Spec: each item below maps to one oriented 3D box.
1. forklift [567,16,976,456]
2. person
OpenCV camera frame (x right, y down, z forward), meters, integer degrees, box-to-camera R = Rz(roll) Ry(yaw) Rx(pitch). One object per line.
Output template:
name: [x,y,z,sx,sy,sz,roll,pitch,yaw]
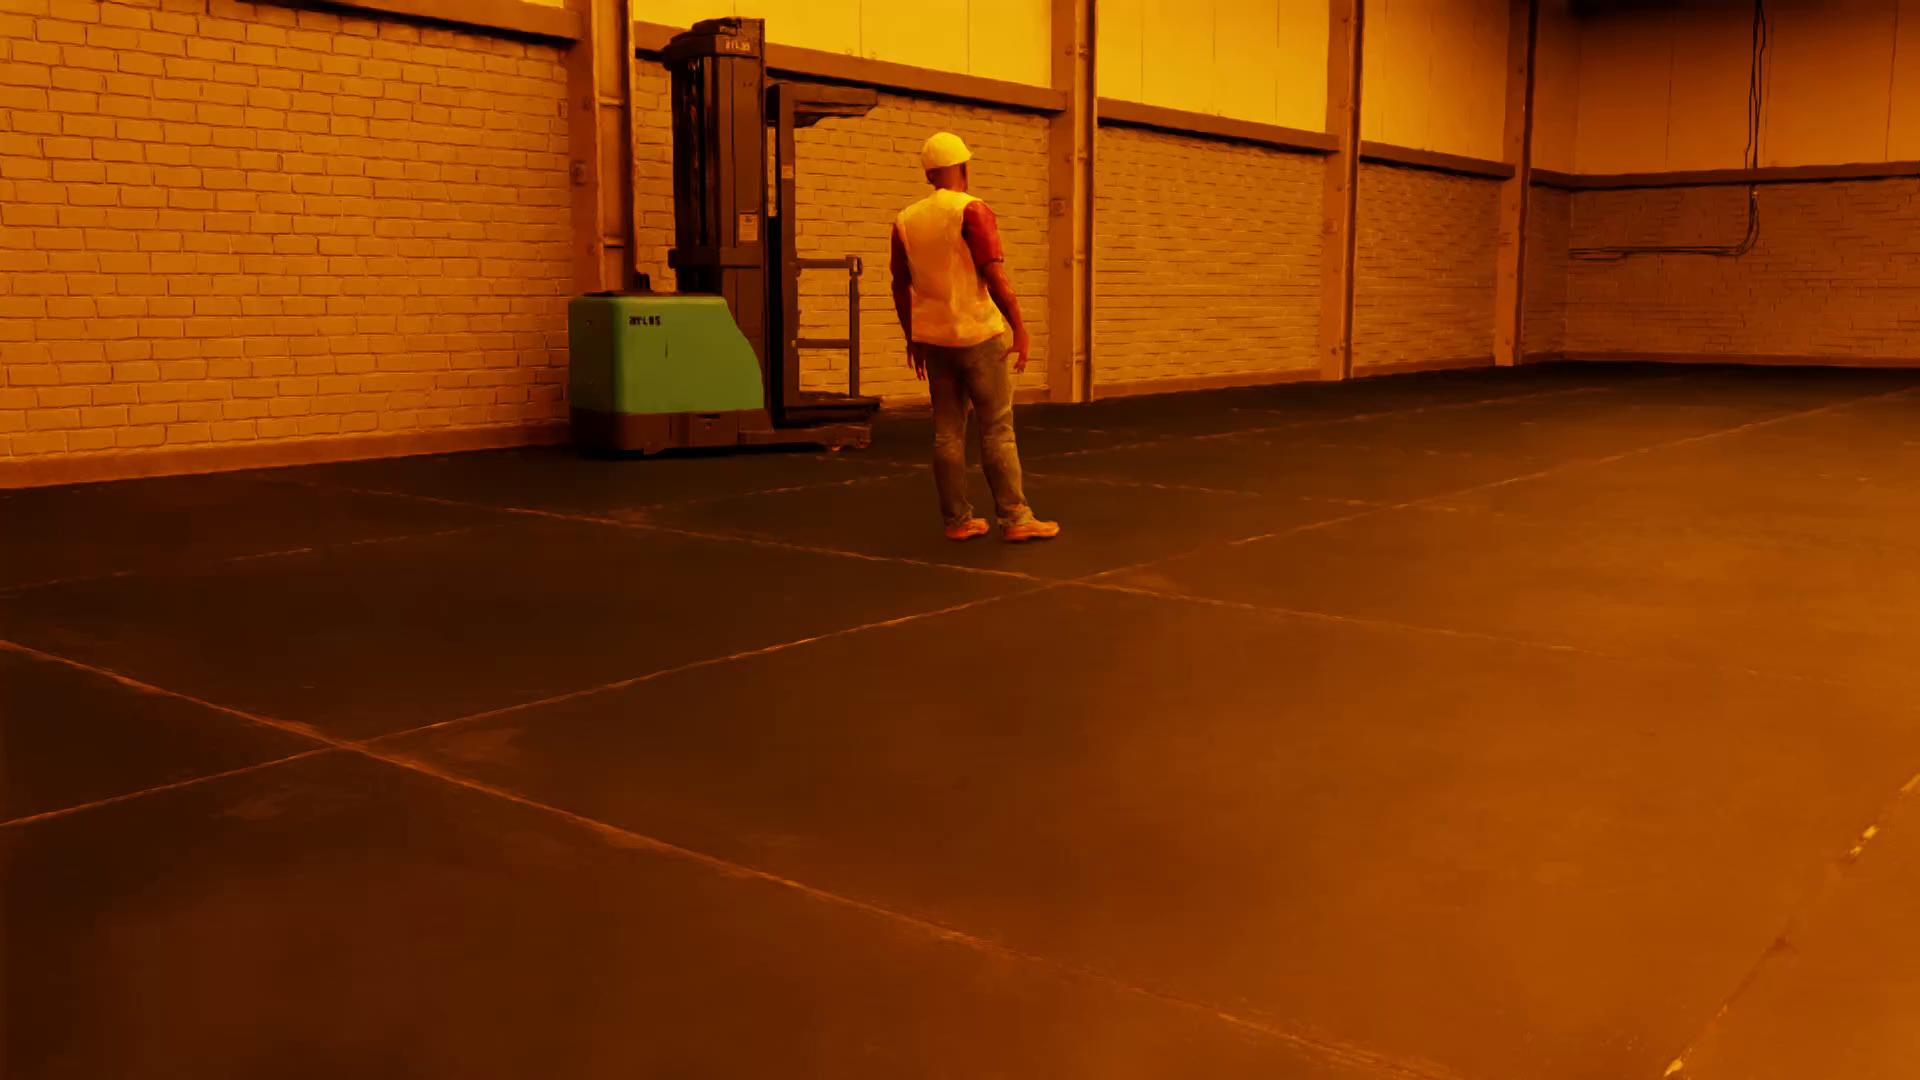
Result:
forklift: [-1.228,-2.143,11.925,3.031,2.935,1.130,-5,10,-31]
person: [0.048,-0.888,7.326,0.665,1.766,0.576,7,11,38]
